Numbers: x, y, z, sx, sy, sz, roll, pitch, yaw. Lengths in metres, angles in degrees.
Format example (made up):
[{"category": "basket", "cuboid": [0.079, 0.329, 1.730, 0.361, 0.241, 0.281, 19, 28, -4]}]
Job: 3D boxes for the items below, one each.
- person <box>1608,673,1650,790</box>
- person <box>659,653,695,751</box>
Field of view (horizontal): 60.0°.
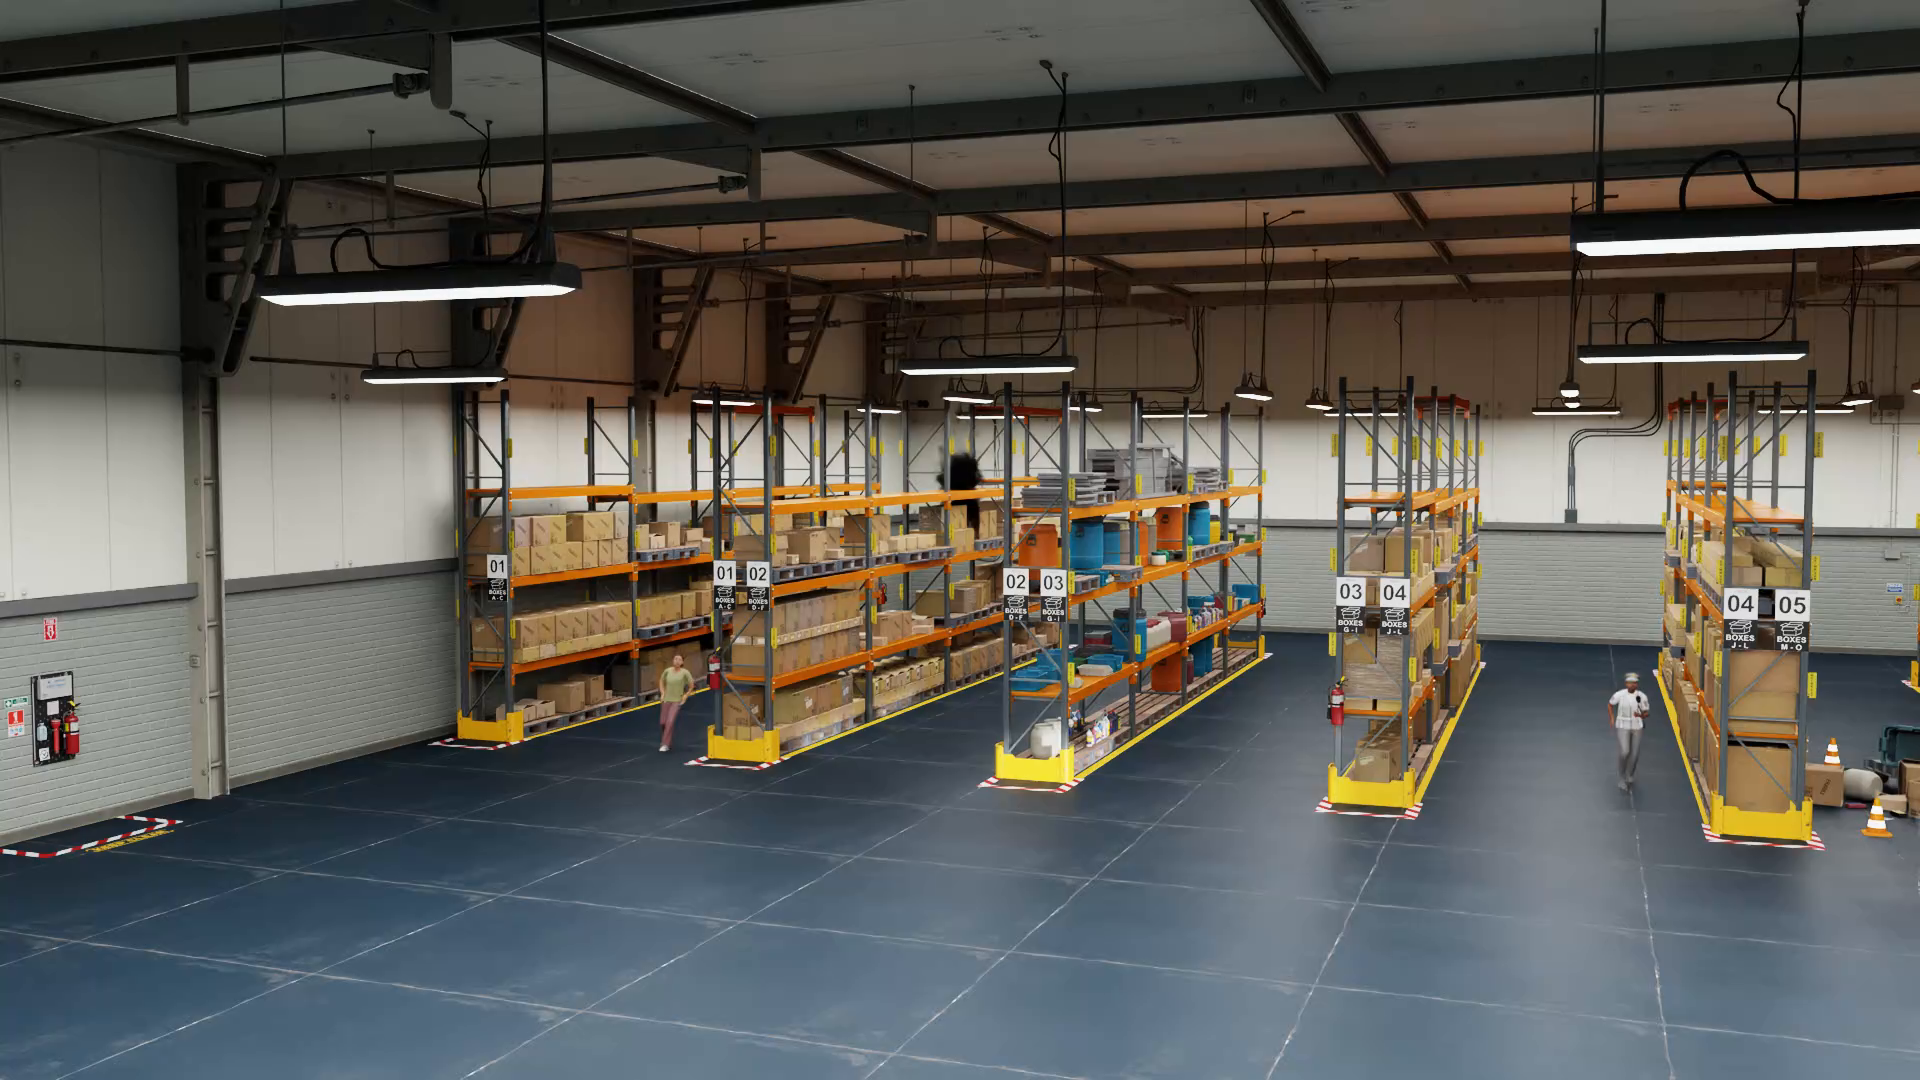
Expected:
[{"category": "person", "cuboid": [9.854, 2.814, 24.479, 0.541, 1.741, 0.712, 1, 3, 12]}, {"category": "person", "cuboid": [-4.716, 2.667, 27.611, 0.625, 1.620, 0.625, 0, 3, 3]}]
